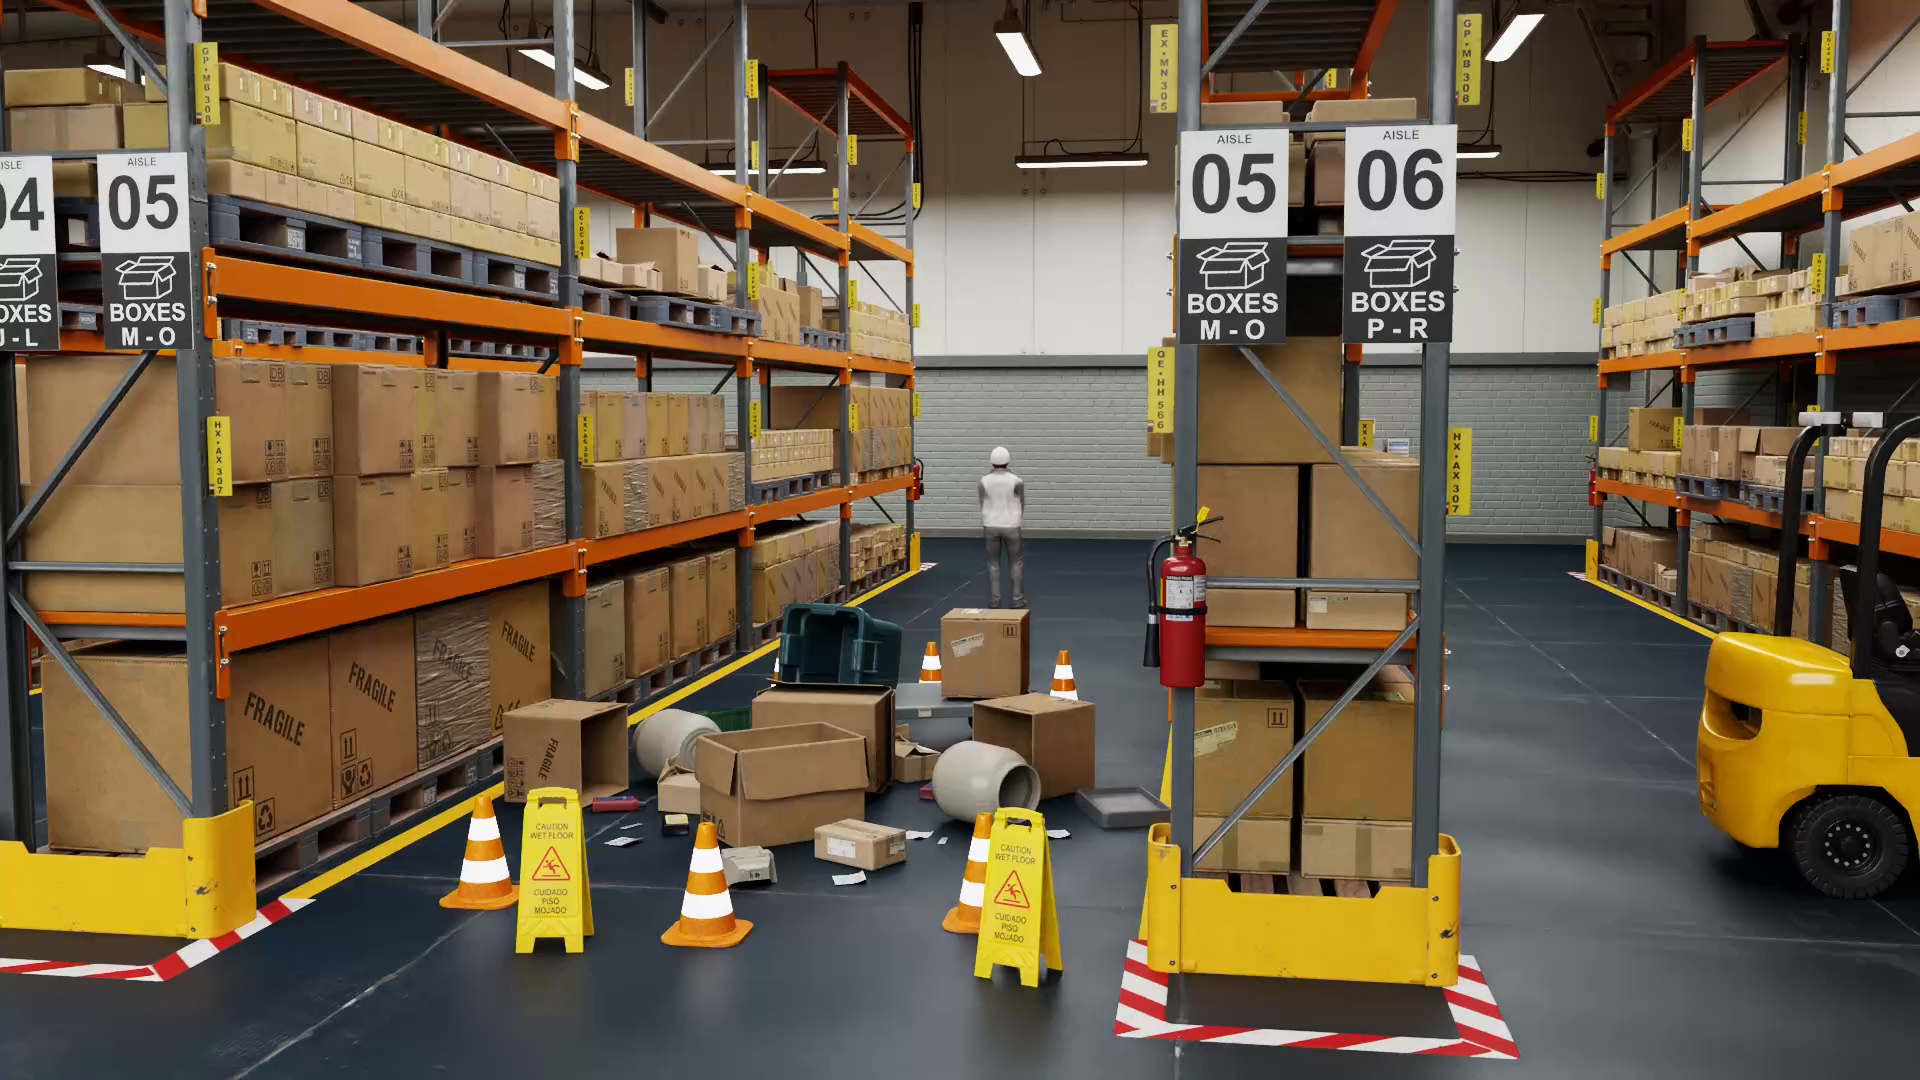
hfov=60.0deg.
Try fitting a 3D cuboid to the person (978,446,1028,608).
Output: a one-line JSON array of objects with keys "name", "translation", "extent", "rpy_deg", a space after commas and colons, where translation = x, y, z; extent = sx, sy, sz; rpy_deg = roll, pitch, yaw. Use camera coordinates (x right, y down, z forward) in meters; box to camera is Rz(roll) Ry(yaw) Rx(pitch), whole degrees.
[{"name": "person", "translation": [0.479, -0.147, 18.330], "extent": [0.521, 1.776, 0.533], "rpy_deg": [1, 4, 9]}]
